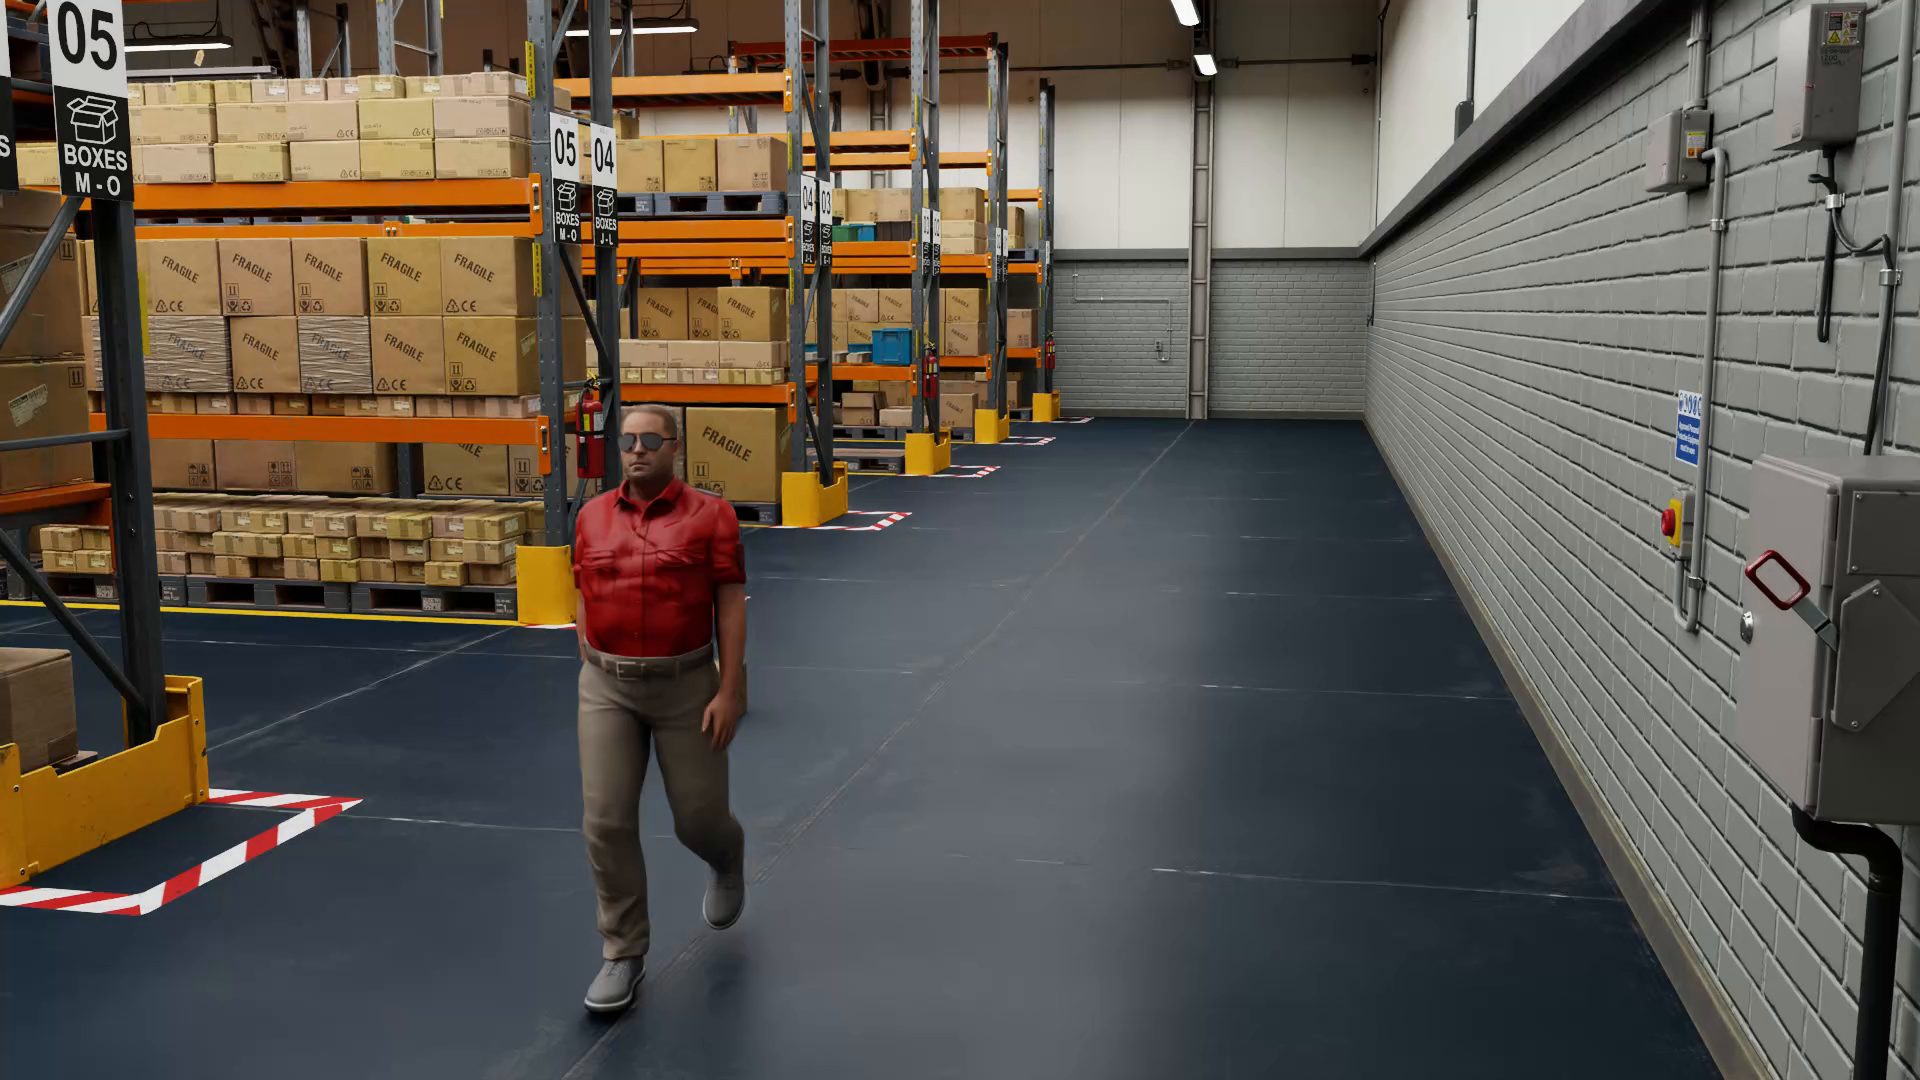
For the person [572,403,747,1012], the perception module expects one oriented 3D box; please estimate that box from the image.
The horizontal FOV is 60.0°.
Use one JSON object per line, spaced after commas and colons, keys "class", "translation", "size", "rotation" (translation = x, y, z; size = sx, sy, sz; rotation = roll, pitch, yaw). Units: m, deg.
{"class": "person", "translation": [-0.888, 0.446, 4.938], "size": [0.533, 1.698, 0.800], "rotation": [1, 8, 5]}
